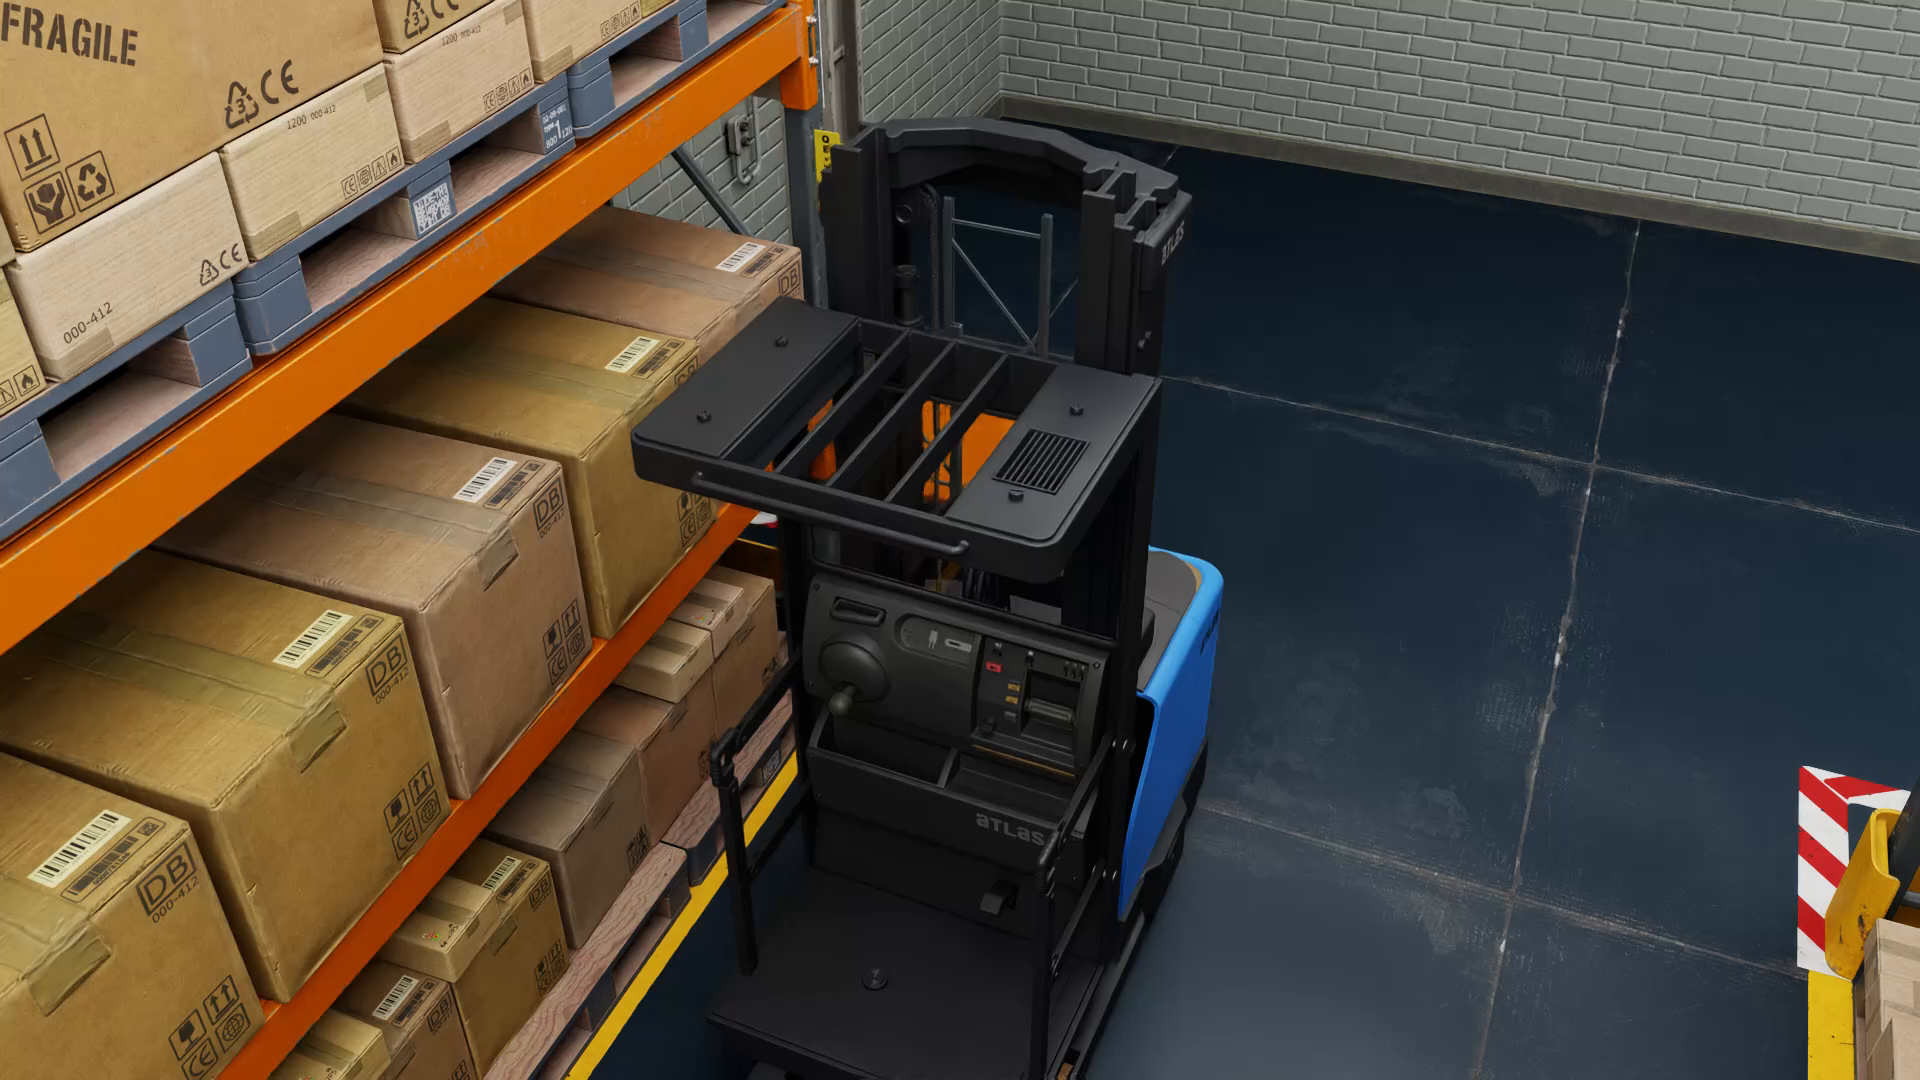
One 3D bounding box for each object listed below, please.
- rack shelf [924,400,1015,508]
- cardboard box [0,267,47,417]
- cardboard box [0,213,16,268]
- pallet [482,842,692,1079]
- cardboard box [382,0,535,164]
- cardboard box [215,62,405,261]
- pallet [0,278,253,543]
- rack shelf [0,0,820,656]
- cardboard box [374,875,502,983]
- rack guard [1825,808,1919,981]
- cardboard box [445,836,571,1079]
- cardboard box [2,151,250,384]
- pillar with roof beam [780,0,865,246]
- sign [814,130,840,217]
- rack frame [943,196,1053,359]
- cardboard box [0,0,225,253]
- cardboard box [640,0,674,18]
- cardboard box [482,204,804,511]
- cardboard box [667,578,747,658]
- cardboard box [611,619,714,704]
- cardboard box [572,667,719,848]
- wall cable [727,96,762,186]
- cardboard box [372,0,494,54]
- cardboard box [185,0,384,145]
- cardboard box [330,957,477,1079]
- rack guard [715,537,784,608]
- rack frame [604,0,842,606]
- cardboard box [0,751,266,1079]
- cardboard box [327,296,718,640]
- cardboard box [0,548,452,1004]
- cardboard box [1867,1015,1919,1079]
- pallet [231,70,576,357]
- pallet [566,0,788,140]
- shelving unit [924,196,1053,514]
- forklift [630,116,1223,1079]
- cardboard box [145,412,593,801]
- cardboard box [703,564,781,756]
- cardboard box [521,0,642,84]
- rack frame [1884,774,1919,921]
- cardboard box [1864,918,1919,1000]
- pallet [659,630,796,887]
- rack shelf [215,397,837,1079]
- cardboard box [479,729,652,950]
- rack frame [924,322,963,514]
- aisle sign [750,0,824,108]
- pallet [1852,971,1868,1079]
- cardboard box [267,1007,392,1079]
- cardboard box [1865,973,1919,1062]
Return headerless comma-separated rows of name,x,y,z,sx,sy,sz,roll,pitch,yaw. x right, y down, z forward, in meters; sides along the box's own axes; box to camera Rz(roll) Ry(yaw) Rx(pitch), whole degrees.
rack shelf,-0.032,-0.409,7.345,0.538,0.185,1.000,14,39,18
cardboard box,-1.970,-0.293,2.822,0.500,0.250,0.500,14,39,18
cardboard box,-1.946,-0.602,2.609,0.500,0.500,0.500,13,39,17
pallet,-1.652,1.415,5.681,1.003,0.211,1.213,14,39,18
cardboard box,-1.378,-1.142,3.957,0.500,0.250,0.500,13,39,16
cardboard box,-1.575,-0.858,3.577,0.500,0.250,0.500,13,39,17
pallet,-2.156,-0.237,3.131,1.003,0.211,1.213,14,39,18
rack shelf,-1.716,-0.641,4.198,1.077,0.370,4.000,14,39,18
cardboard box,-1.600,1.125,4.935,0.380,0.149,0.250,13,39,16
rack guard,3.599,1.334,5.547,1.175,0.500,0.348,14,39,18
cardboard box,-1.706,1.260,5.295,0.700,0.500,0.500,15,39,19
cardboard box,-1.763,-0.572,3.195,0.500,0.250,0.500,13,39,17
pillar with roof beam,3.254,-3.950,5.518,9.100,9.000,0.400,14,39,18
sign,-0.458,-1.263,5.769,0.100,0.325,0.005,14,39,18
rack frame,0.161,-0.835,7.614,0.500,1.500,0.032,14,39,18
cardboard box,-1.756,-0.888,2.991,0.500,0.500,0.500,13,39,17
cardboard box,-0.988,-1.719,4.730,0.500,0.250,0.500,15,39,19
cardboard box,-1.140,-0.671,5.892,0.980,0.700,0.700,16,40,20
cardboard box,-1.009,0.261,6.091,0.380,0.149,0.250,13,39,17
cardboard box,-1.106,0.402,5.902,0.380,0.149,0.250,15,39,19
cardboard box,-1.319,0.685,6.065,0.700,0.500,0.500,14,39,18
wall cable,-1.342,-2.167,7.295,0.084,1.984,1.851,14,39,18
cardboard box,-1.372,-1.453,3.747,0.500,0.500,0.500,12,38,16
cardboard box,-1.573,-1.162,3.359,0.500,0.500,0.500,14,39,18
cardboard box,-1.903,1.544,4.916,0.700,0.500,0.500,13,39,17
rack guard,-0.946,0.152,7.128,1.175,0.500,0.348,14,39,18
rack frame,-0.955,-0.835,6.362,1.000,3.000,0.127,14,39,18
cardboard box,-2.255,0.962,3.706,0.980,0.700,0.700,14,39,18
cardboard box,-1.406,-0.266,5.349,0.980,0.700,0.700,14,39,17
cardboard box,-1.972,0.559,4.245,0.980,0.700,0.700,13,39,17
cardboard box,2.968,1.729,4.860,0.500,0.250,0.500,14,39,18
pallet,-1.690,-0.910,4.031,1.003,0.211,1.213,14,39,18
pallet,-1.227,-1.588,4.938,1.003,0.211,1.213,14,39,18
shelving unit,-0.029,-0.559,7.245,0.587,1.500,1.083,14,39,18
forklift,-0.114,0.460,4.687,1.130,2.935,3.031,15,39,19
cardboard box,-1.705,0.154,4.787,0.980,0.700,0.700,12,38,16
cardboard box,-1.129,0.408,6.436,0.700,0.500,0.500,14,39,18
cardboard box,-1.185,-1.431,4.344,0.500,0.250,0.500,12,39,16
rack frame,3.628,0.291,4.855,1.000,3.000,0.127,14,39,18
cardboard box,3.151,1.410,5.372,0.380,0.149,0.250,14,39,18
pallet,-1.187,0.742,6.581,1.003,0.211,1.213,14,39,18
rack shelf,-1.716,0.560,5.096,1.077,0.370,4.000,14,39,18
cardboard box,-1.510,0.964,5.693,0.700,0.500,0.500,13,39,16
rack frame,-0.226,-0.272,6.861,0.500,1.500,0.032,14,39,18
aisle sign,-0.650,-1.848,5.546,0.394,0.787,0.004,14,39,18
pallet,3.296,1.892,5.043,1.003,0.211,1.213,14,39,18
cardboard box,-1.798,1.414,4.549,0.380,0.149,0.250,15,39,19
cardboard box,3.055,1.541,5.181,0.380,0.166,0.250,14,39,18
